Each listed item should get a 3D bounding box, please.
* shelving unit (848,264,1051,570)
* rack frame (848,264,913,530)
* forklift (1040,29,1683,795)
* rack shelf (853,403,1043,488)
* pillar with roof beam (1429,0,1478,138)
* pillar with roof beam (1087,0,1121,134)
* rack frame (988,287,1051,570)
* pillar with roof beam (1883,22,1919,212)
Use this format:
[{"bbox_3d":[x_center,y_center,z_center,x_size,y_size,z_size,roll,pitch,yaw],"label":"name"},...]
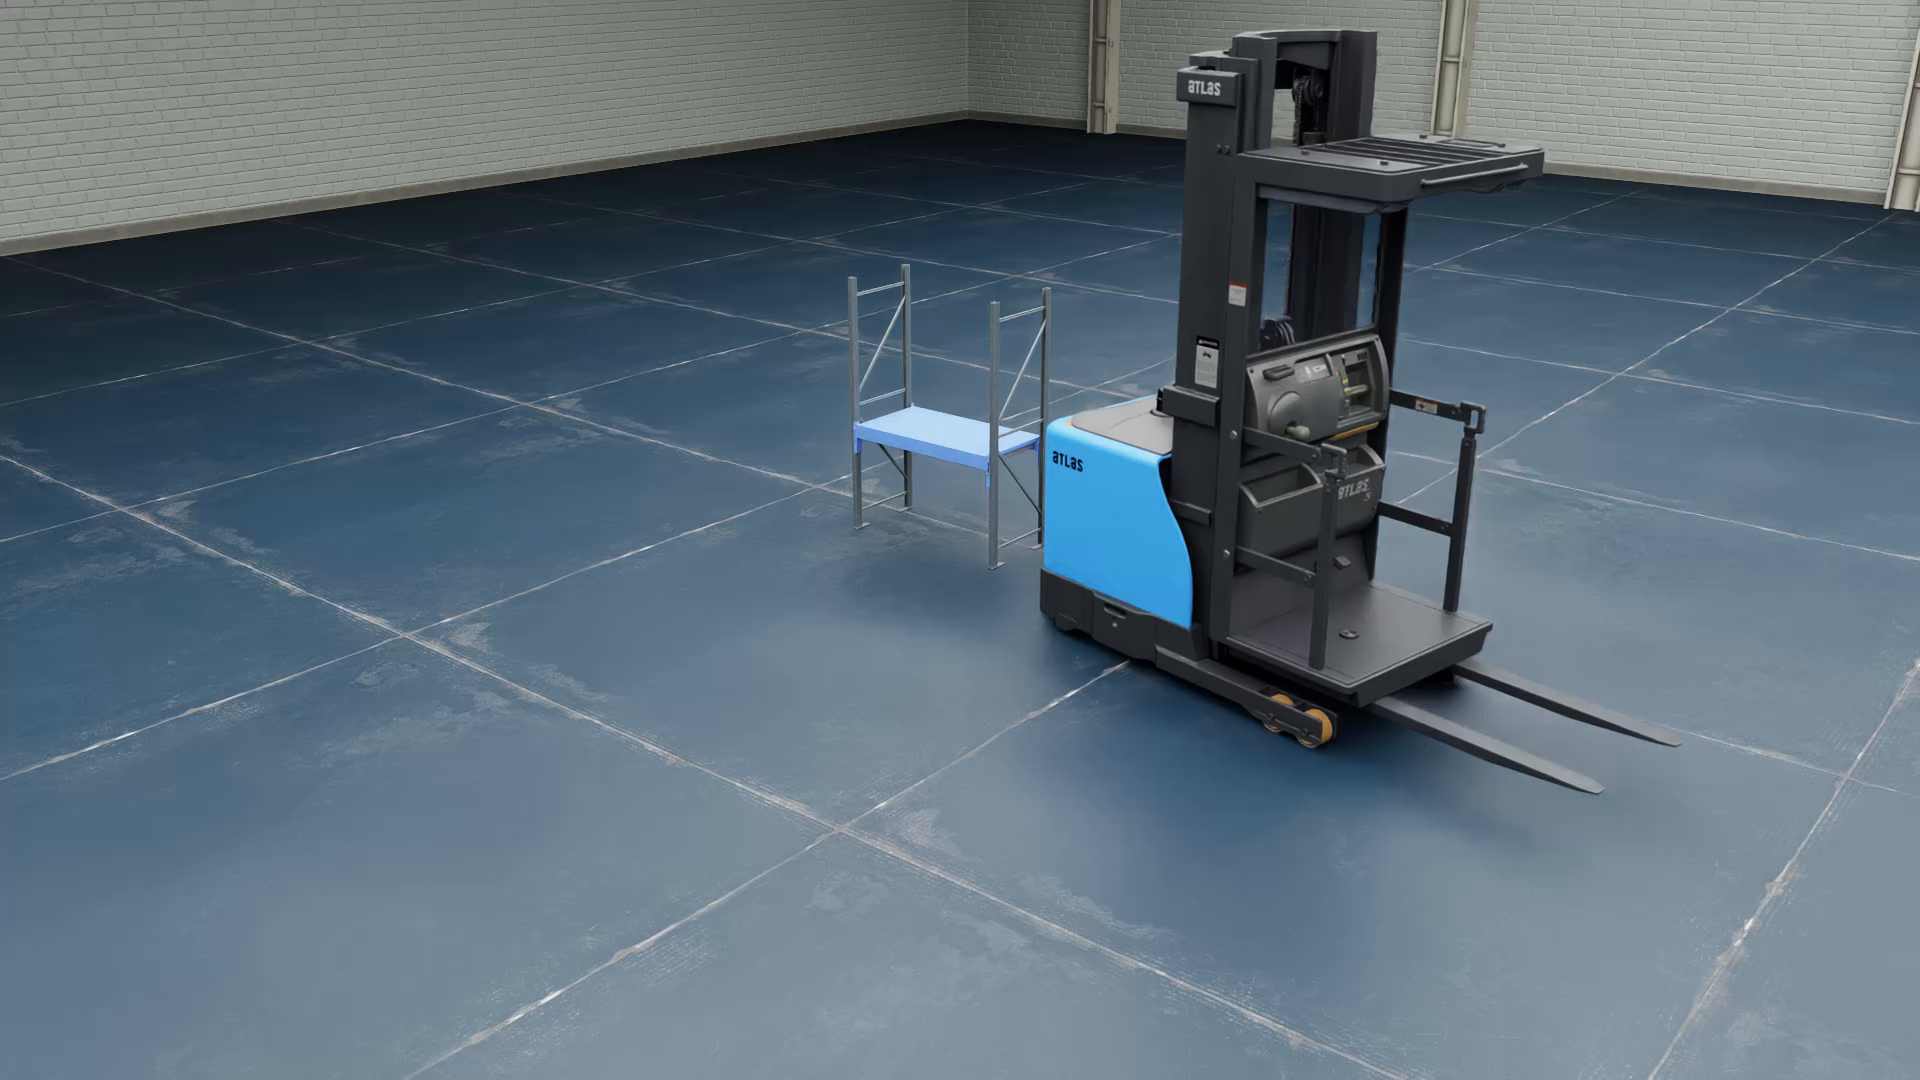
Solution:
[{"bbox_3d":[-0.066,-0.721,9.454,1.048,1.500,0.538,16,26,36],"label":"shelving unit"},{"bbox_3d":[-0.460,-0.834,9.755,0.032,1.500,0.500,16,26,36],"label":"rack frame"},{"bbox_3d":[1.743,-0.664,7.276,1.130,2.935,3.031,-17,26,-37],"label":"forklift"},{"bbox_3d":[-0.066,-0.552,9.517,1.000,0.185,0.538,16,26,36],"label":"rack shelf"},{"bbox_3d":[4.278,-8.465,19.362,0.400,9.000,9.100,16,26,36],"label":"pillar with roof beam"},{"bbox_3d":[-0.370,-9.804,22.912,0.400,9.000,9.100,16,26,36],"label":"pillar with roof beam"},{"bbox_3d":[0.328,-0.607,9.153,0.032,1.500,0.500,16,26,36],"label":"rack frame"},{"bbox_3d":[8.927,-7.126,15.812,0.400,9.000,9.100,16,26,36],"label":"pillar with roof beam"}]
